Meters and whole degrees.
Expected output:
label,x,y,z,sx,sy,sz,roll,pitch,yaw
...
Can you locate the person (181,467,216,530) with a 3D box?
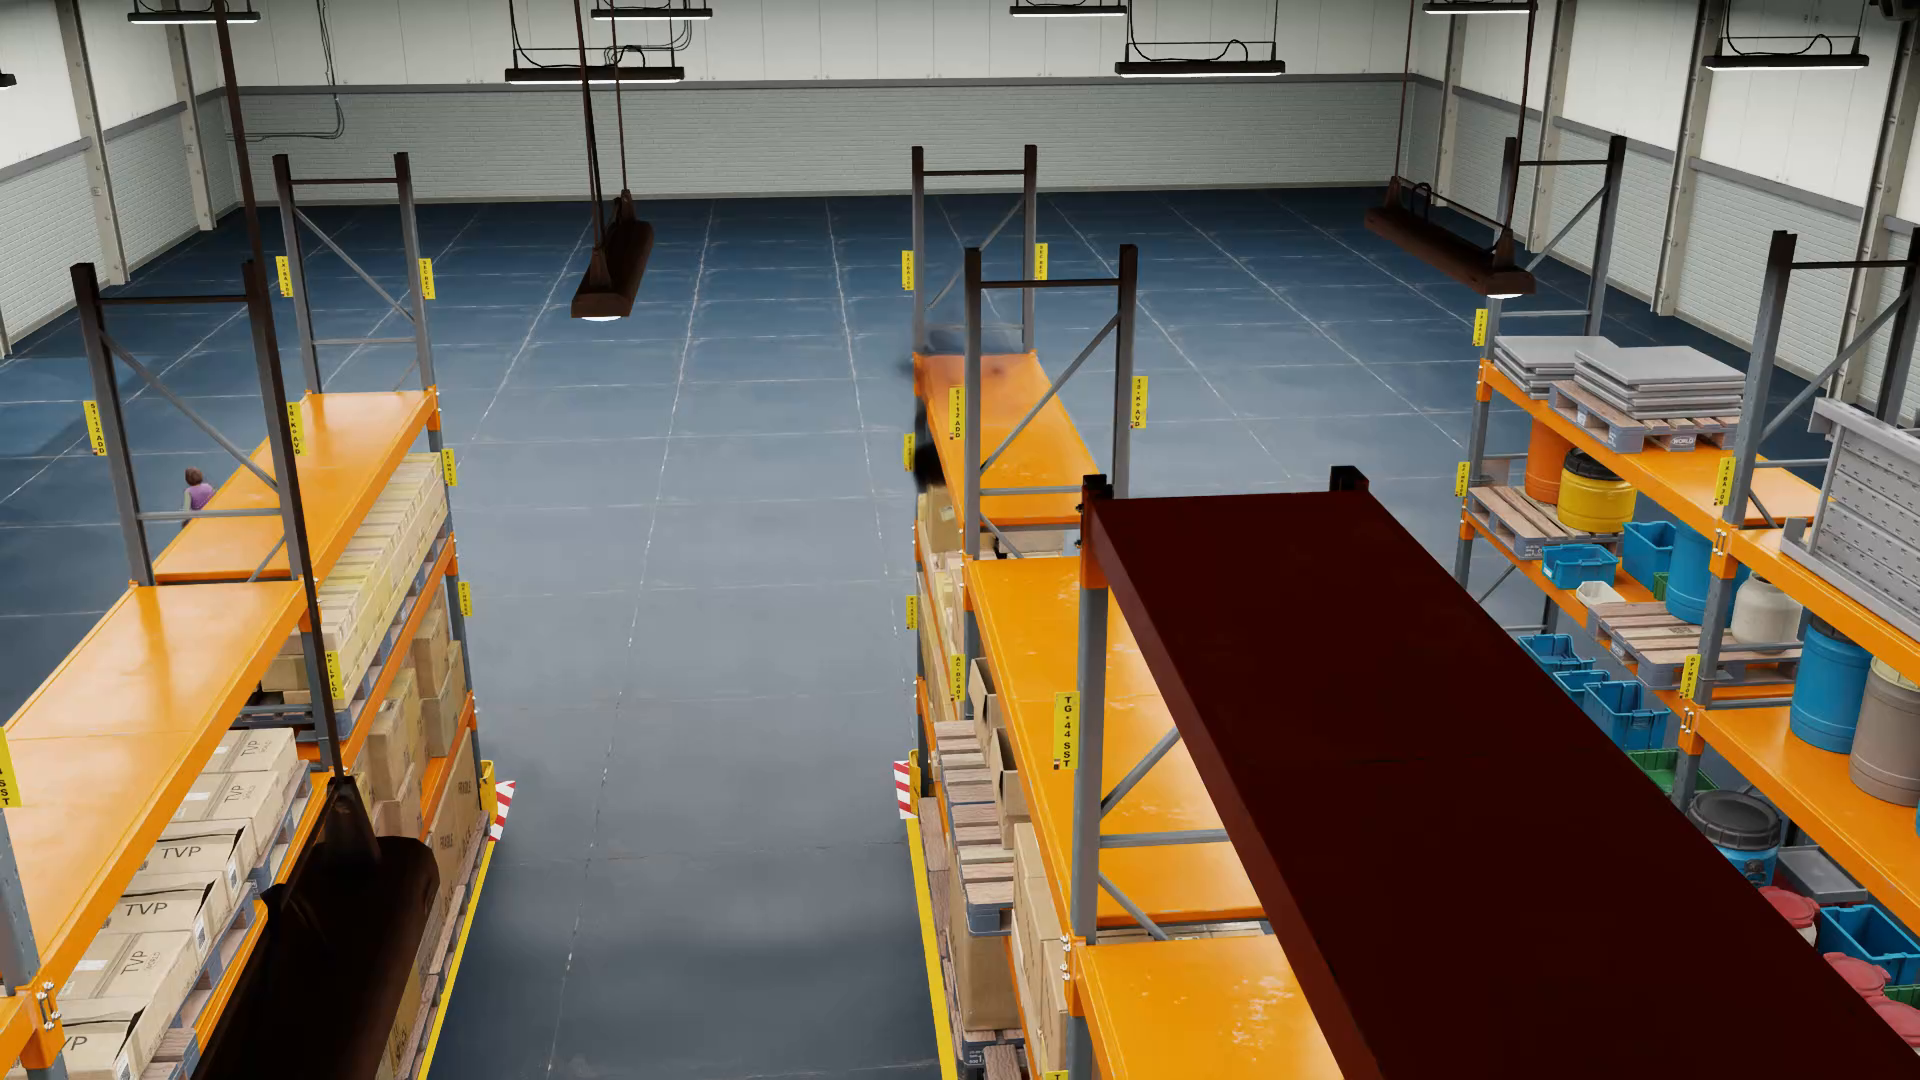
label,x,y,z,sx,sy,sz,roll,pitch,yaw
person,-8.955,-0.082,19.676,0.676,1.640,0.585,17,27,37
